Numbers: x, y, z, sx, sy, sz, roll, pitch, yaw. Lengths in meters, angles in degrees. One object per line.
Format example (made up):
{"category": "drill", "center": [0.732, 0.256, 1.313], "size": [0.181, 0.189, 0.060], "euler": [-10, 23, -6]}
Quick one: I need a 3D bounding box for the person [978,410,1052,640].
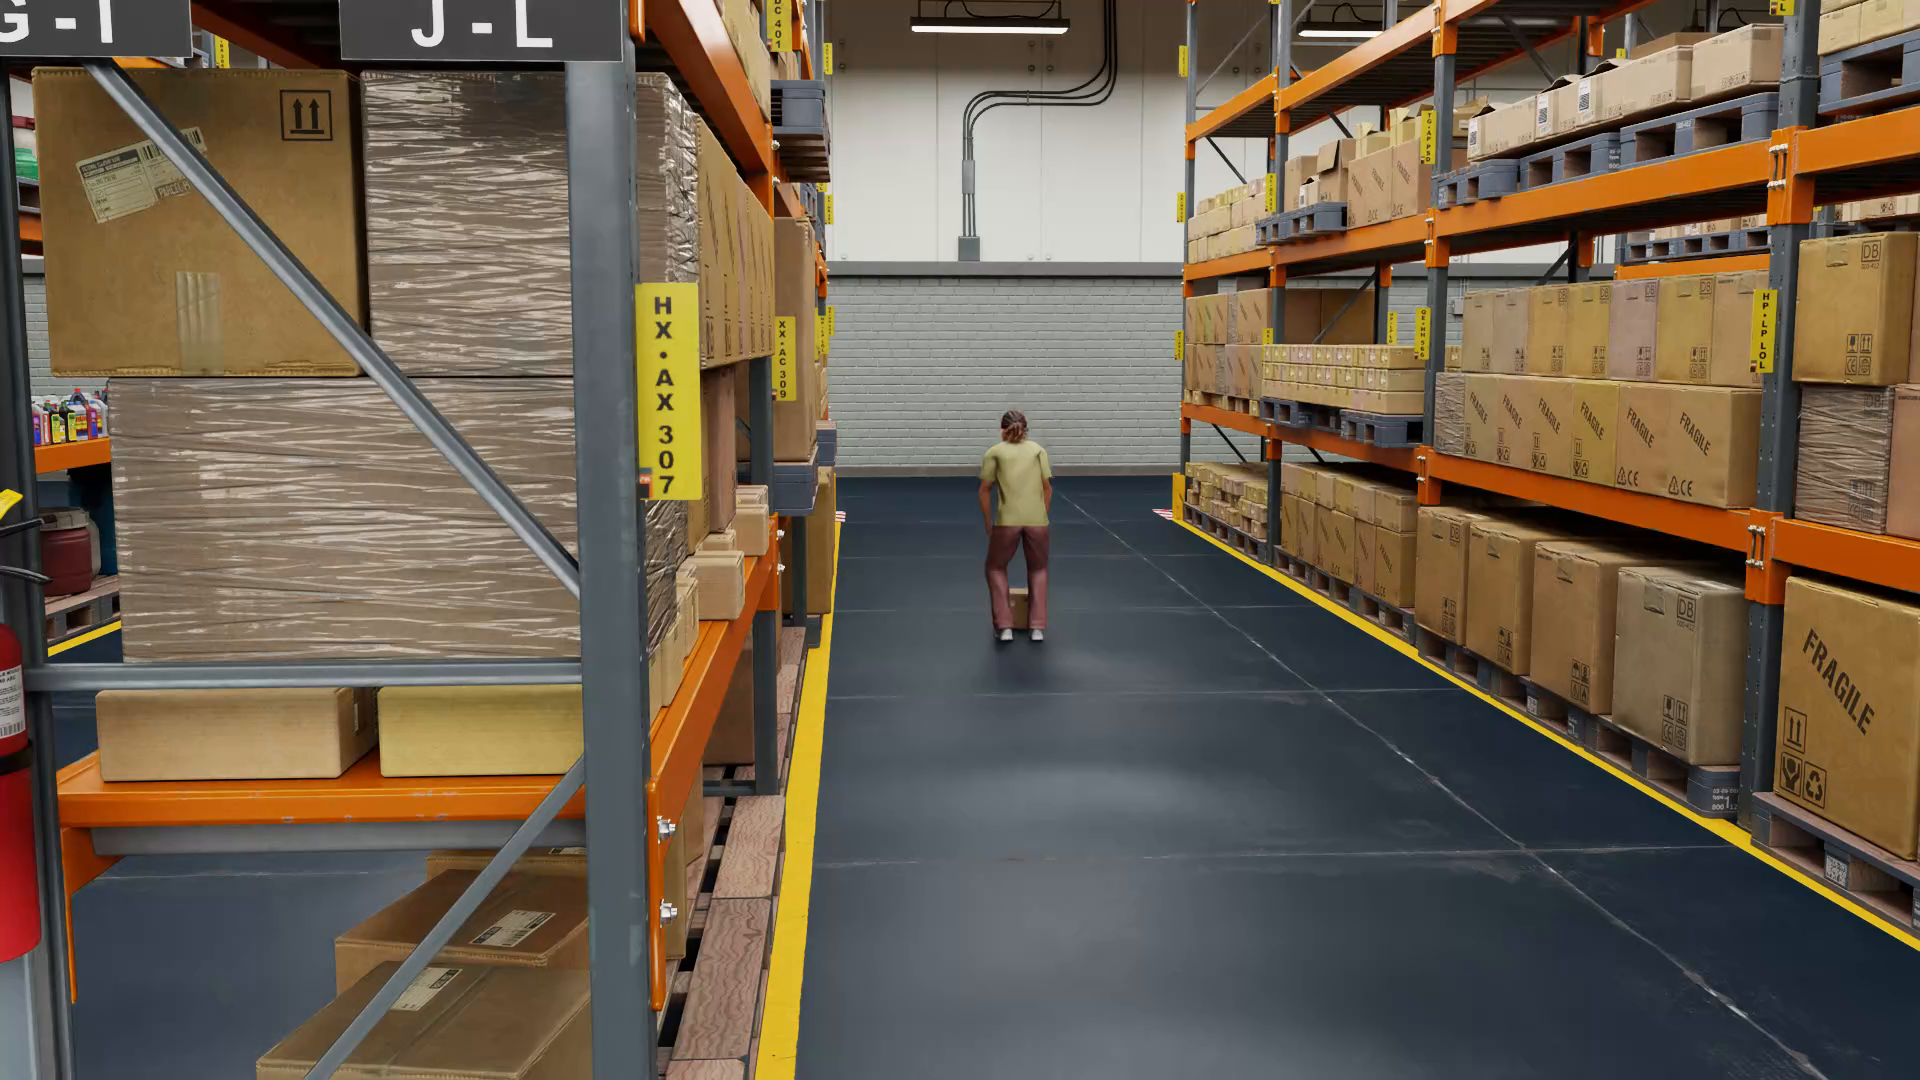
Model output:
{"category": "person", "center": [0.370, -0.095, 11.159], "size": [0.494, 1.535, 0.511], "euler": [0, 7, -3]}
